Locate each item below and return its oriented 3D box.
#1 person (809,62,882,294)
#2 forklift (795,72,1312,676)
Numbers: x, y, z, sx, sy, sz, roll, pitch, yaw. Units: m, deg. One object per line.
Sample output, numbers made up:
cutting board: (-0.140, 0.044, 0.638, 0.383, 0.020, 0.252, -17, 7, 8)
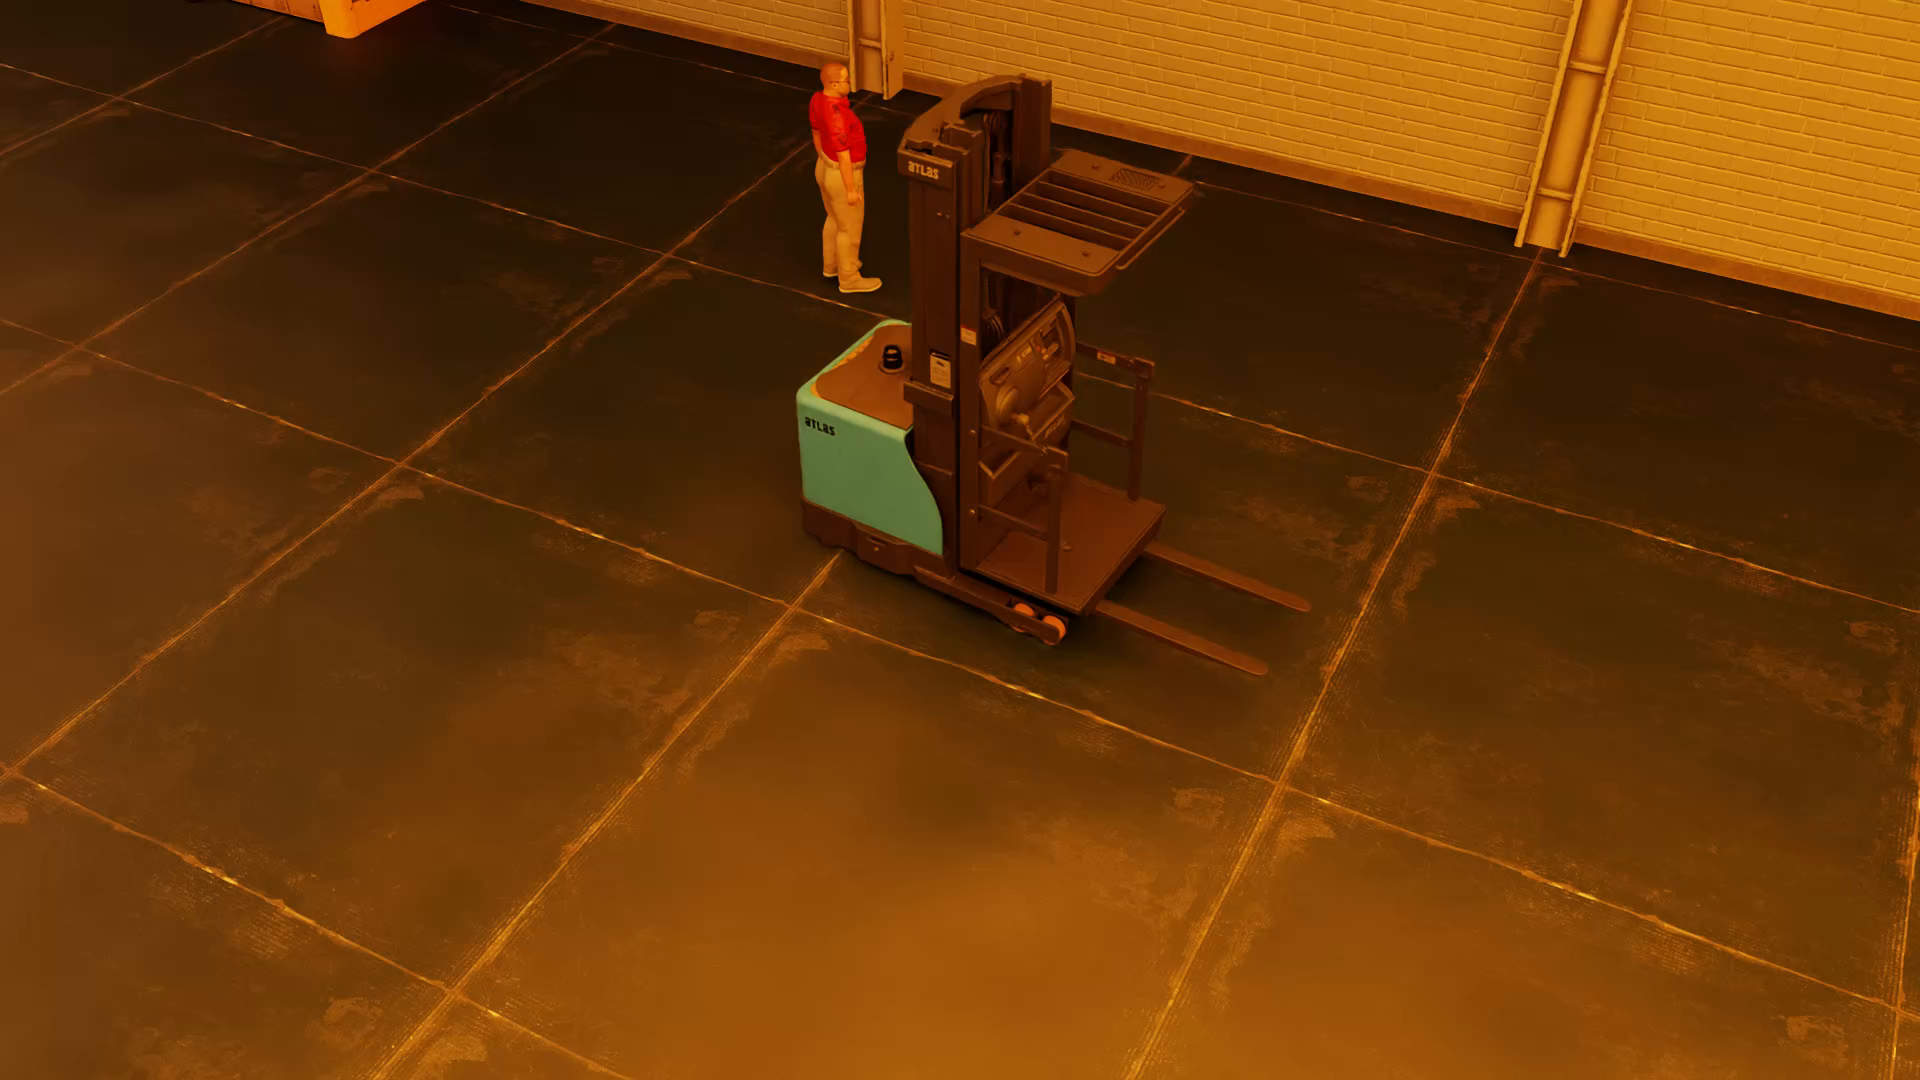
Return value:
person: (-0.841, -2.640, 12.056, 0.376, 1.731, 0.554, -17, 43, -19)
forklift: (0.549, -0.913, 9.071, 3.031, 2.935, 1.130, 22, 45, 24)
